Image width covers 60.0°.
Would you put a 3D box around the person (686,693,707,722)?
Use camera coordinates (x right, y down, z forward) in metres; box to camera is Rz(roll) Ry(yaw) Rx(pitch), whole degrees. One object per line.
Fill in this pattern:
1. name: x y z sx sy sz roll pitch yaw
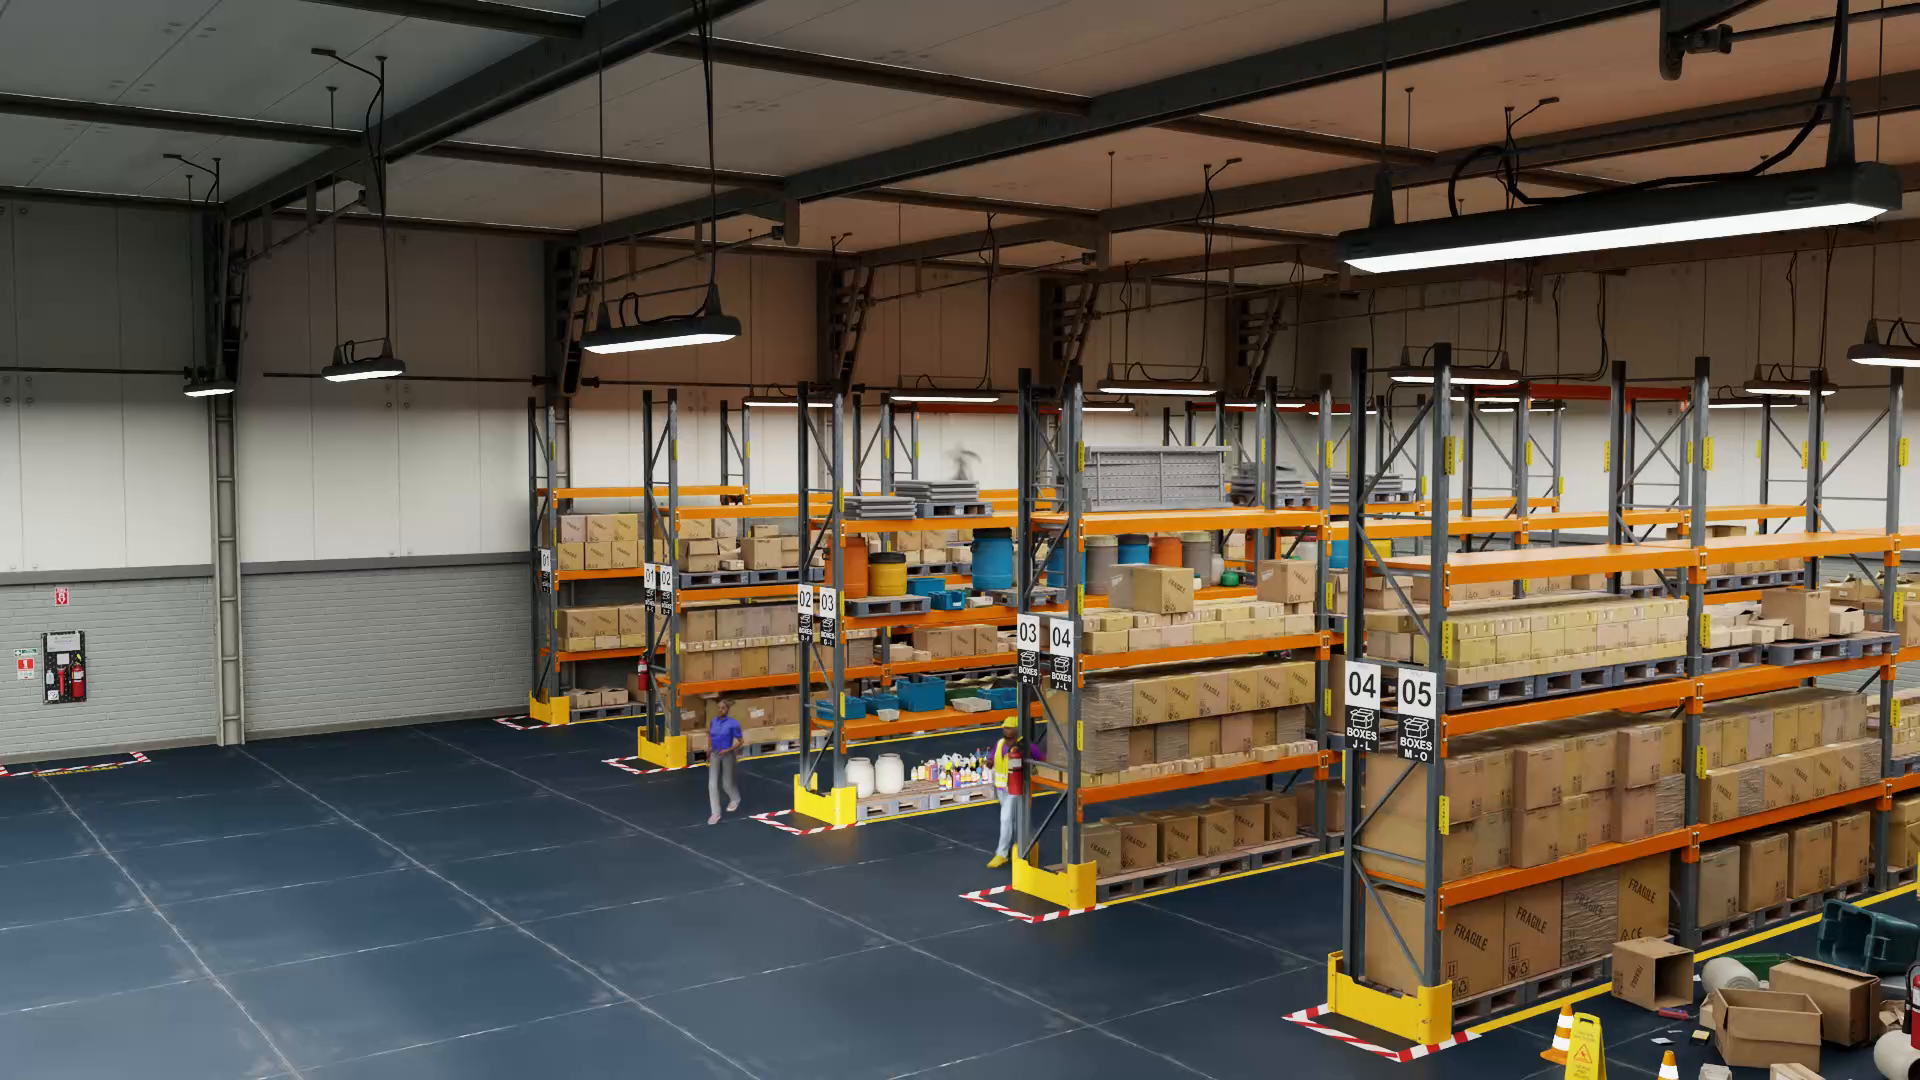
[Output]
1. person: -4.712 2.570 29.058 0.643 1.741 0.906 3 5 42

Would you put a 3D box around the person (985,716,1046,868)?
1. person: 0.621 3.048 20.397 0.944 1.776 0.691 -3 5 -44

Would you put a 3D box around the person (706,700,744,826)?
1. person: -3.220 3.003 22.743 0.589 1.653 0.812 1 4 16
